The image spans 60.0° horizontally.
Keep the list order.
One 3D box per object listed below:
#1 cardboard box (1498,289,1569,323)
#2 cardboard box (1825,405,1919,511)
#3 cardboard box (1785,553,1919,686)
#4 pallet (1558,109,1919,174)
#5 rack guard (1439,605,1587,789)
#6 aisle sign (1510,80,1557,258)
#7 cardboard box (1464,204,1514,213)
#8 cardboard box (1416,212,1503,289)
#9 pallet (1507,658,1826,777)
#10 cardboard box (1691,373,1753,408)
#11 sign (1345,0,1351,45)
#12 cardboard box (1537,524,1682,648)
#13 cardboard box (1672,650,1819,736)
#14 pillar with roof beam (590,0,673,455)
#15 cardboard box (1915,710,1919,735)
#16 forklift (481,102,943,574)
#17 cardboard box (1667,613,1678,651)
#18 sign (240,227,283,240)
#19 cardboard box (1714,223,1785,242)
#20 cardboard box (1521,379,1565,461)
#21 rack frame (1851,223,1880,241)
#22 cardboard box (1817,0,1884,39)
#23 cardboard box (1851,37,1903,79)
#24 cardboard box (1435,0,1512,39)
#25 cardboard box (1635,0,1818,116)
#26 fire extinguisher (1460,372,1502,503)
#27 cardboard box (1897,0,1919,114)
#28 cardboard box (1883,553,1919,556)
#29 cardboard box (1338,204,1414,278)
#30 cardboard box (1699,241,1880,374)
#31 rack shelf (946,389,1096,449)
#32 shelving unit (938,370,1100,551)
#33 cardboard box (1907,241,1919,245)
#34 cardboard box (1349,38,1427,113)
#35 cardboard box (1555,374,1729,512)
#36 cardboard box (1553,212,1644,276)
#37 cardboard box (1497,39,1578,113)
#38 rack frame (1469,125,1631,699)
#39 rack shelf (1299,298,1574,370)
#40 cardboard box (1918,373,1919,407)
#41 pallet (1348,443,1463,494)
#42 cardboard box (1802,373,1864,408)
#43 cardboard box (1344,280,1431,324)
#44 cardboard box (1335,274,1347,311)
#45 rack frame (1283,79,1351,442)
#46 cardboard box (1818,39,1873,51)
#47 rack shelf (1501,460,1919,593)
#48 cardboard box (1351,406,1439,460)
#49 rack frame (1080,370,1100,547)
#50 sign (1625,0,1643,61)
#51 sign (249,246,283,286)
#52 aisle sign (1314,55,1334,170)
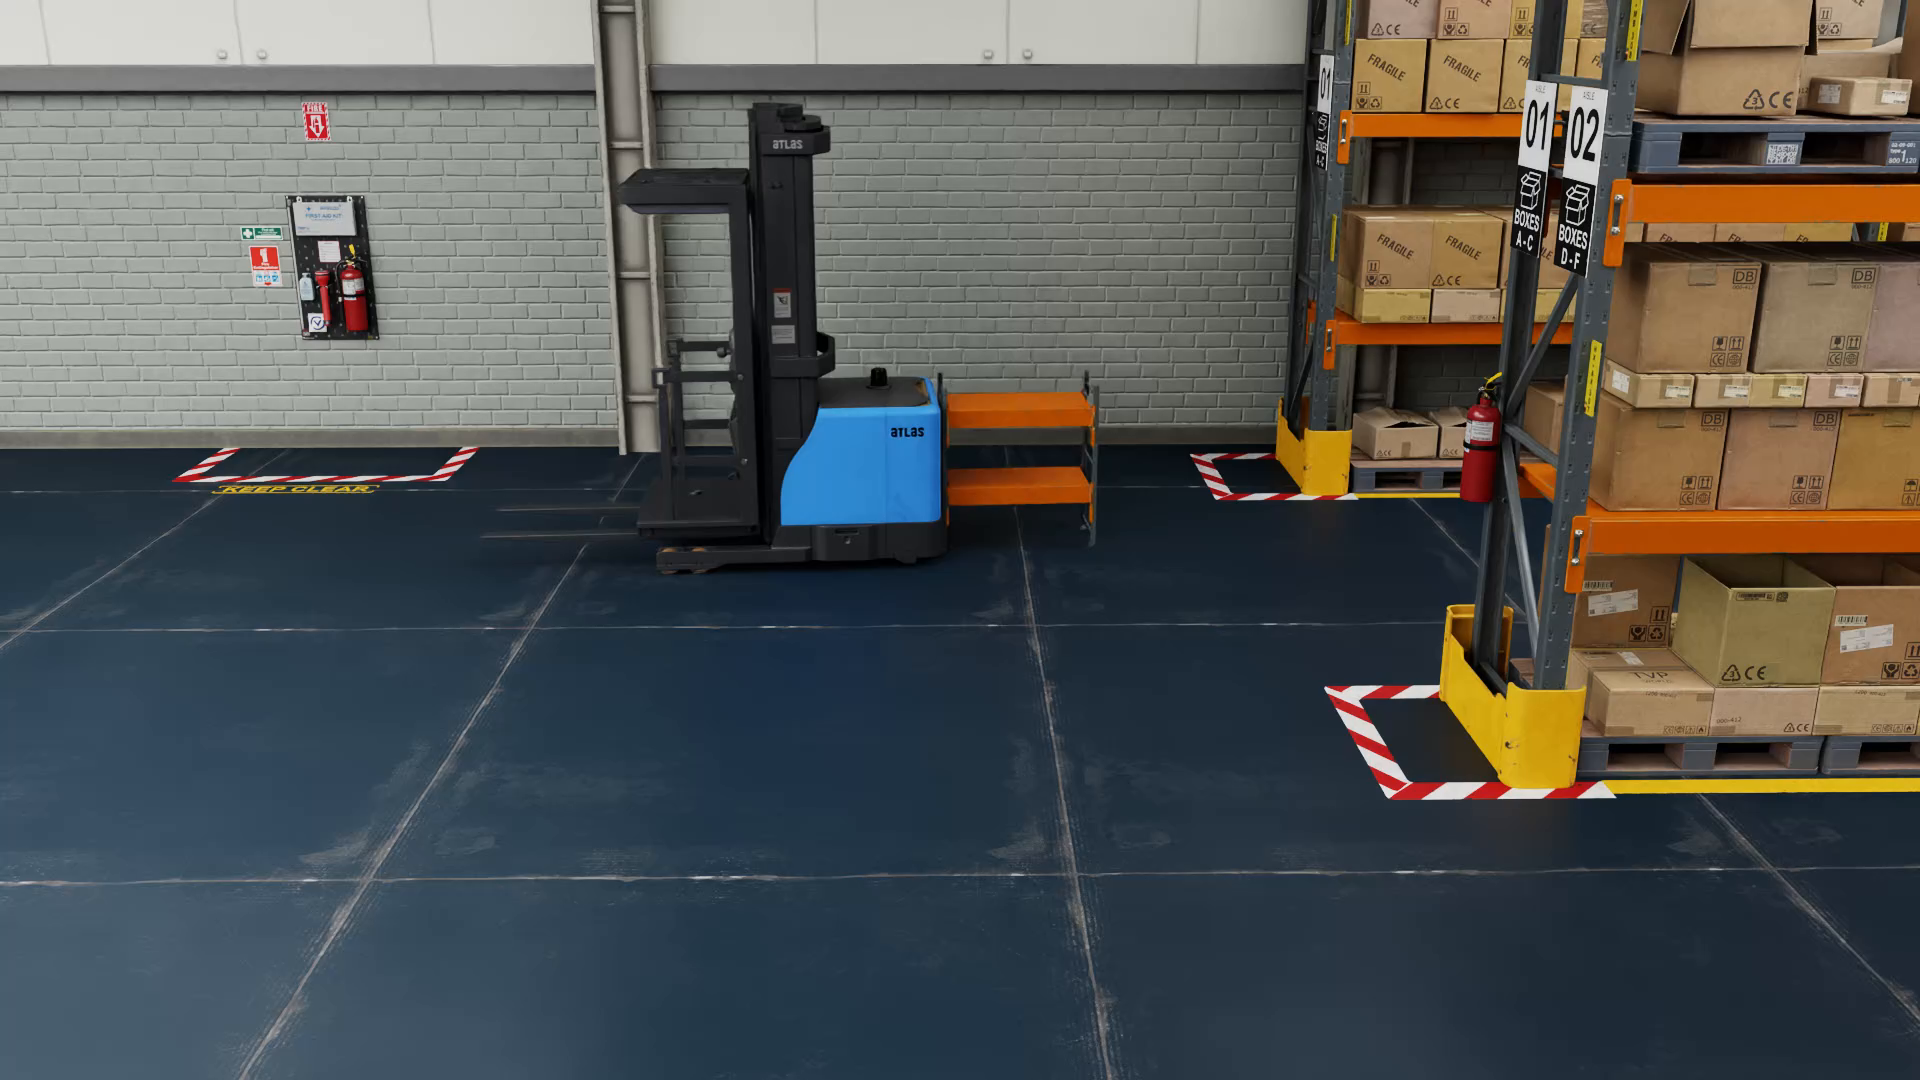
[{"bbox_3d":[4.215,-1.793,12.440,0.500,0.250,0.500,-1,18,-2],"label":"cardboard box"},{"bbox_3d":[4.264,-0.480,7.969,0.500,0.500,0.700,0,18,0],"label":"cardboard box"},{"bbox_3d":[4.315,0.379,8.042,0.500,0.500,0.500,0,18,-1],"label":"cardboard box"},{"bbox_3d":[3.483,-1.811,7.517,1.213,0.211,1.003,0,18,-1],"label":"pallet"},{"bbox_3d":[2.752,0.761,8.357,0.348,0.500,1.175,0,18,-1],"label":"rack guard"},{"bbox_3d":[2.705,-1.757,7.857,0.004,0.787,0.394,0,18,-1],"label":"aisle sign"},{"bbox_3d":[4.182,-2.308,12.816,0.500,0.500,0.500,-1,18,-2],"label":"cardboard box"},{"bbox_3d":[3.670,-2.147,12.316,0.500,0.500,0.500,0,18,-1],"label":"cardboard box"},{"bbox_3d":[3.540,0.882,8.453,1.213,0.211,1.003,0,18,-1],"label":"pallet"},{"bbox_3d":[3.435,-0.724,7.668,0.250,0.149,0.380,-1,18,-2],"label":"cardboard box"},{"bbox_3d":[2.702,-3.621,11.583,0.005,0.325,0.100,0,18,-1],"label":"sign"},{"bbox_3d":[3.307,0.229,8.508,0.500,0.500,0.500,0,18,-1],"label":"cardboard box"},{"bbox_3d":[3.815,0.742,8.138,0.500,0.250,0.500,0,18,-1],"label":"cardboard box"},{"bbox_3d":[-2.551,-3.723,8.420,0.400,9.000,9.100,0,18,-1],"label":"pillar with roof beam"},{"bbox_3d":[4.815,0.739,8.148,0.500,0.250,0.500,0,18,-1],"label":"cardboard box"},{"bbox_3d":[-1.654,-1.340,10.927,3.031,2.935,1.130,-1,18,-4],"label":"forklift"},{"bbox_3d":[3.807,0.581,8.639,0.500,0.250,0.500,0,18,-1],"label":"cardboard box"},{"bbox_3d":[-5.641,-2.476,13.430,0.331,0.109,0.001,0,18,-1],"label":"sign"},{"bbox_3d":[5.726,-2.156,12.342,0.500,0.500,0.500,0,18,-1],"label":"cardboard box"},{"bbox_3d":[4.691,-0.928,12.903,0.500,0.500,0.700,-1,18,-4],"label":"cardboard box"},{"bbox_3d":[6.693,-1.962,12.752,0.127,3.000,1.000,0,18,-1],"label":"rack frame"},{"bbox_3d":[6.196,-3.838,11.857,0.500,0.500,0.500,-2,18,-6],"label":"cardboard box"},{"bbox_3d":[4.479,-2.171,7.722,0.500,0.311,0.500,2,18,6],"label":"cardboard box"},{"bbox_3d":[3.585,-3.818,11.796,0.500,0.500,0.500,0,18,-1],"label":"cardboard box"},{"bbox_3d":[3.350,-2.175,7.420,0.637,0.503,0.797,1,18,3],"label":"cardboard box"},{"bbox_3d":[2.650,-0.534,8.428,0.183,0.674,0.296,0,18,-1],"label":"fire extinguisher"},{"bbox_3d":[4.440,-2.096,7.181,0.500,0.500,0.500,0,18,-1],"label":"cardboard box"},{"bbox_3d":[4.807,0.218,8.543,0.500,0.500,0.500,0,18,-1],"label":"cardboard box"},{"bbox_3d":[3.162,-2.305,12.806,0.500,0.500,0.500,0,18,-1],"label":"cardboard box"},{"bbox_3d":[3.821,-1.097,7.771,0.500,0.500,0.700,-1,18,-2],"label":"cardboard box"},{"bbox_3d":[0.387,-0.830,11.336,1.000,0.278,0.538,-1,18,-4],"label":"rack shelf"},{"bbox_3d":[0.387,-0.552,11.425,1.048,1.125,0.538,-1,18,-4],"label":"shelving unit"},{"bbox_3d":[4.826,-1.103,7.787,0.500,0.500,0.700,0,18,-1],"label":"cardboard box"},{"bbox_3d":[3.032,-3.353,11.982,0.500,0.500,0.500,0,18,1],"label":"cardboard box"},{"bbox_3d":[3.243,-0.475,7.955,0.500,0.500,0.700,0,18,-1],"label":"cardboard box"},{"bbox_3d":[4.703,-2.154,12.337,0.500,0.500,0.500,0,18,1],"label":"cardboard box"},{"bbox_3d":[4.089,-3.348,11.968,0.500,0.500,0.500,1,18,2],"label":"cardboard box"},{"bbox_3d":[2.776,-0.429,7.975,0.127,3.000,1.000,0,18,-1],"label":"rack frame"},{"bbox_3d":[4.693,-1.609,12.831,4.000,0.370,1.077,0,18,-1],"label":"rack shelf"},{"bbox_3d":[4.459,-0.729,7.683,0.250,0.149,0.380,-1,18,-2],"label":"cardboard box"},{"bbox_3d":[3.582,-0.608,13.097,1.213,0.211,1.003,0,18,-1],"label":"pallet"},{"bbox_3d":[3.937,-0.725,7.672,0.250,0.149,0.380,-1,18,-2],"label":"cardboard box"},{"bbox_3d":[3.187,-1.786,12.416,0.500,0.250,0.500,-1,18,-2],"label":"cardboard box"},{"bbox_3d":[3.158,-1.942,12.903,0.500,0.250,0.500,0,18,0],"label":"cardboard box"},{"bbox_3d":[2.694,-1.942,12.692,0.127,3.000,1.000,0,18,-1],"label":"rack frame"},{"bbox_3d":[6.190,-3.369,12.032,0.500,0.500,0.500,0,18,1],"label":"cardboard box"},{"bbox_3d":[4.775,-0.096,8.115,4.000,0.370,1.077,0,18,-1],"label":"rack shelf"},{"bbox_3d":[3.387,-0.847,12.960,0.500,0.311,0.500,-2,18,-7],"label":"cardboard box"},{"bbox_3d":[0.894,-0.563,11.462,0.032,1.125,0.500,-1,18,-4],"label":"rack frame"},{"bbox_3d":[2.778,-2.142,6.843,0.005,0.325,0.100,0,18,-1],"label":"sign"},{"bbox_3d":[-5.645,-2.226,13.519,0.234,0.329,0.001,0,18,-1],"label":"sign"},{"bbox_3d":[2.626,-3.088,12.008,0.004,0.787,0.394,0,18,-1],"label":"aisle sign"}]
